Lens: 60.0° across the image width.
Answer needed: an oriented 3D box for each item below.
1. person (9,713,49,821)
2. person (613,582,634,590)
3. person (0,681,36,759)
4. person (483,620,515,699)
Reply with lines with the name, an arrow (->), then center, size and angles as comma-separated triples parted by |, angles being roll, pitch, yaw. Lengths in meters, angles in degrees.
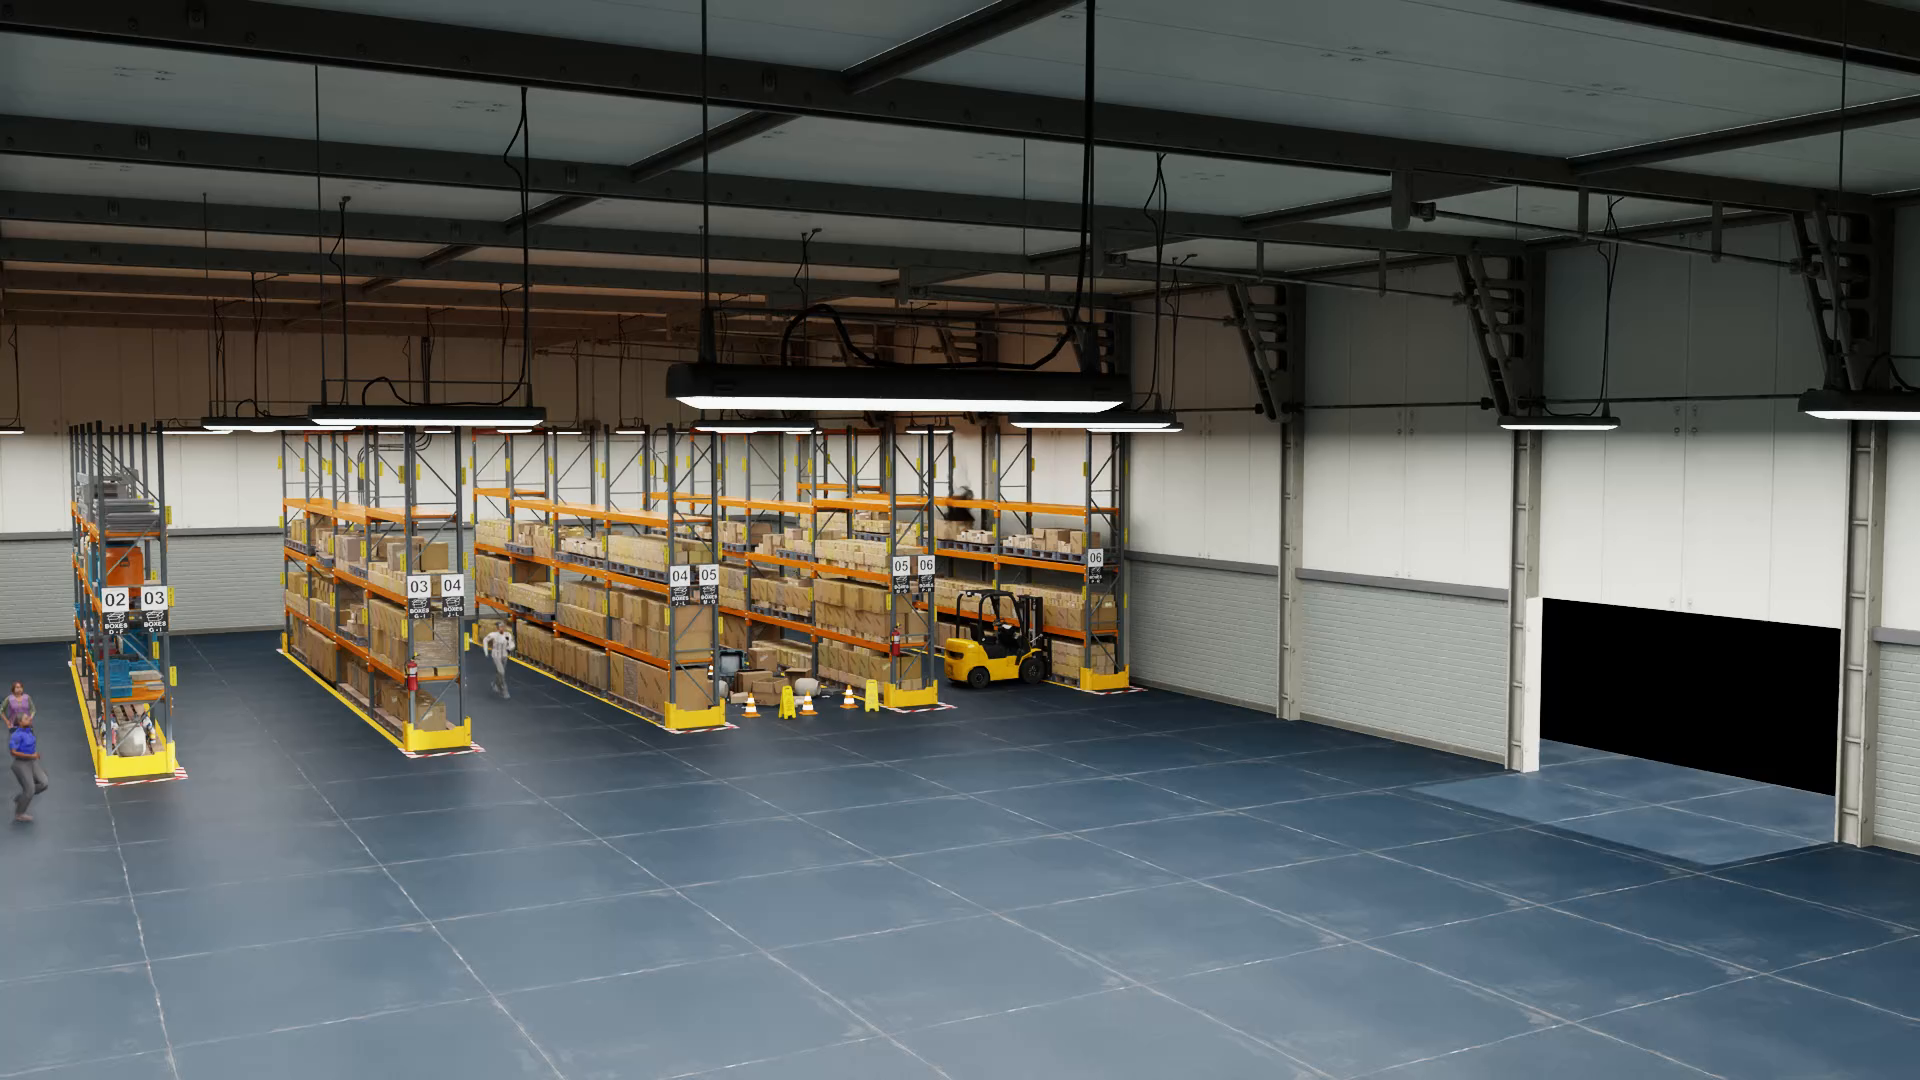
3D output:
person -> -13.928, 3.378, 24.836 | 0.505, 1.614, 0.637 | 0, 4, -8
person -> -10.428, 1.675, 51.120 | 0.664, 1.762, 0.671 | -3, 5, -43
person -> -16.046, 3.203, 28.318 | 0.543, 1.568, 0.746 | -3, 5, -44
person -> -10.170, 2.617, 36.720 | 0.613, 1.725, 0.933 | -2, 4, -35
